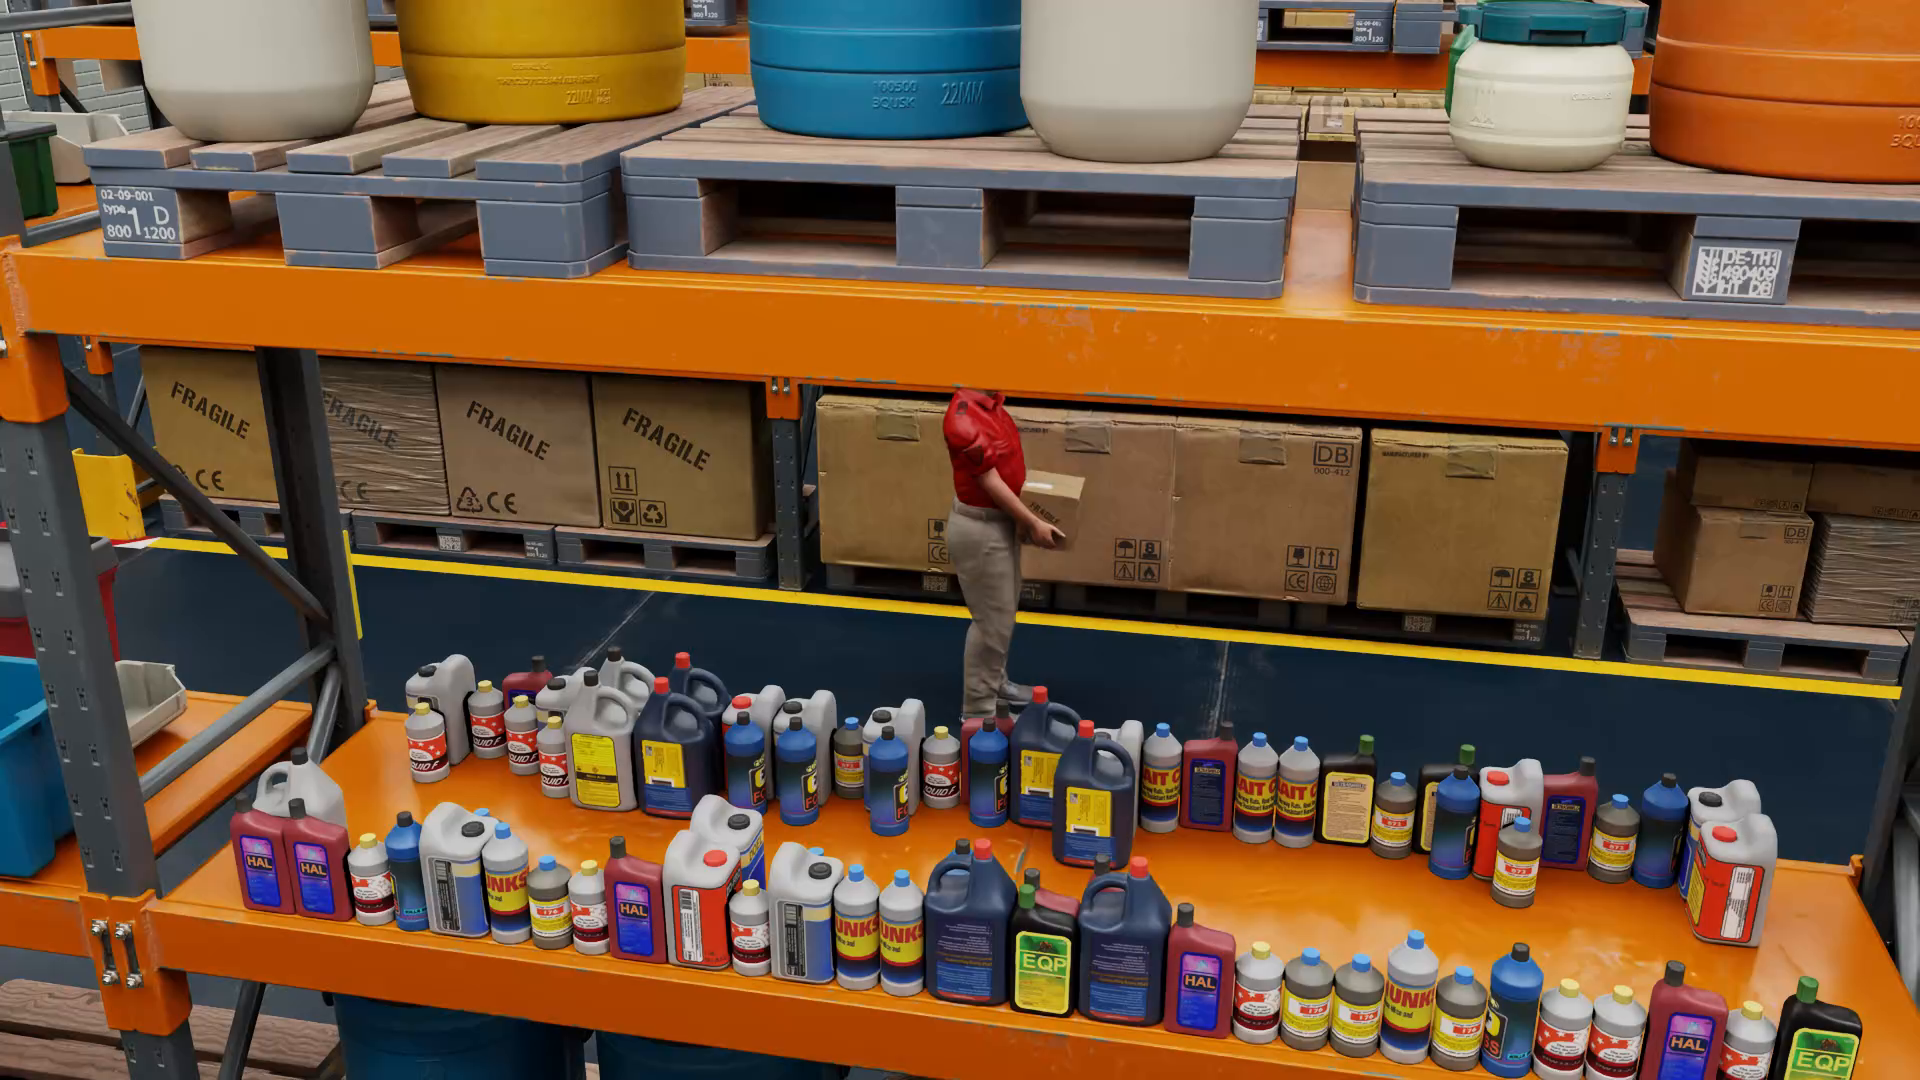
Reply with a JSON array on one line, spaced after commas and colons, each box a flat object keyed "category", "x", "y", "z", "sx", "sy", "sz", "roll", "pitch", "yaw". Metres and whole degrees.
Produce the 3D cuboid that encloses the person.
[{"category": "person", "x": 0.208, "y": -0.034, "z": 7.194, "sx": 0.529, "sy": 1.725, "sz": 0.503, "roll": 4, "pitch": 22, "yaw": 9}]
